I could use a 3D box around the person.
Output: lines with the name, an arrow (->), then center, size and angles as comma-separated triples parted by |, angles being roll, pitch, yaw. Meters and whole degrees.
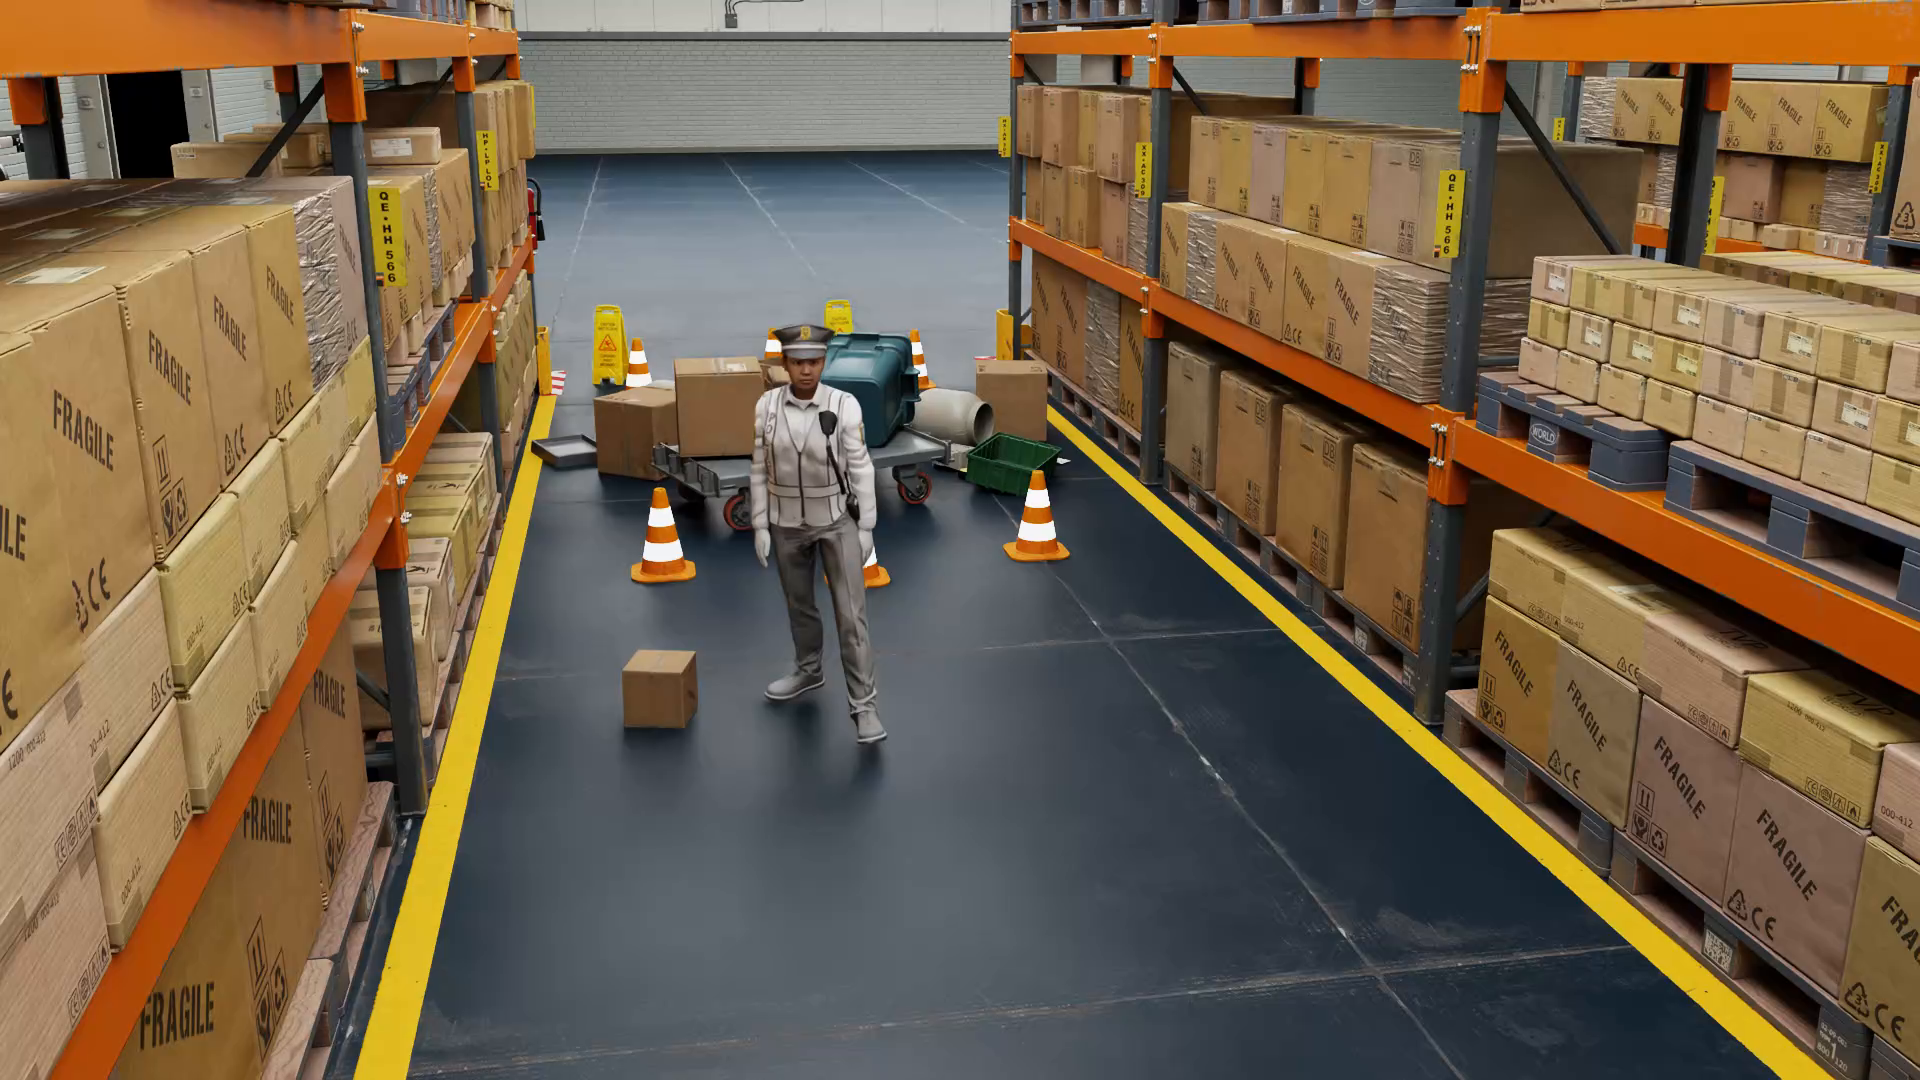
person -> -0.550, -0.049, 6.630 | 0.642, 1.655, 0.772 | 3, 17, 10
